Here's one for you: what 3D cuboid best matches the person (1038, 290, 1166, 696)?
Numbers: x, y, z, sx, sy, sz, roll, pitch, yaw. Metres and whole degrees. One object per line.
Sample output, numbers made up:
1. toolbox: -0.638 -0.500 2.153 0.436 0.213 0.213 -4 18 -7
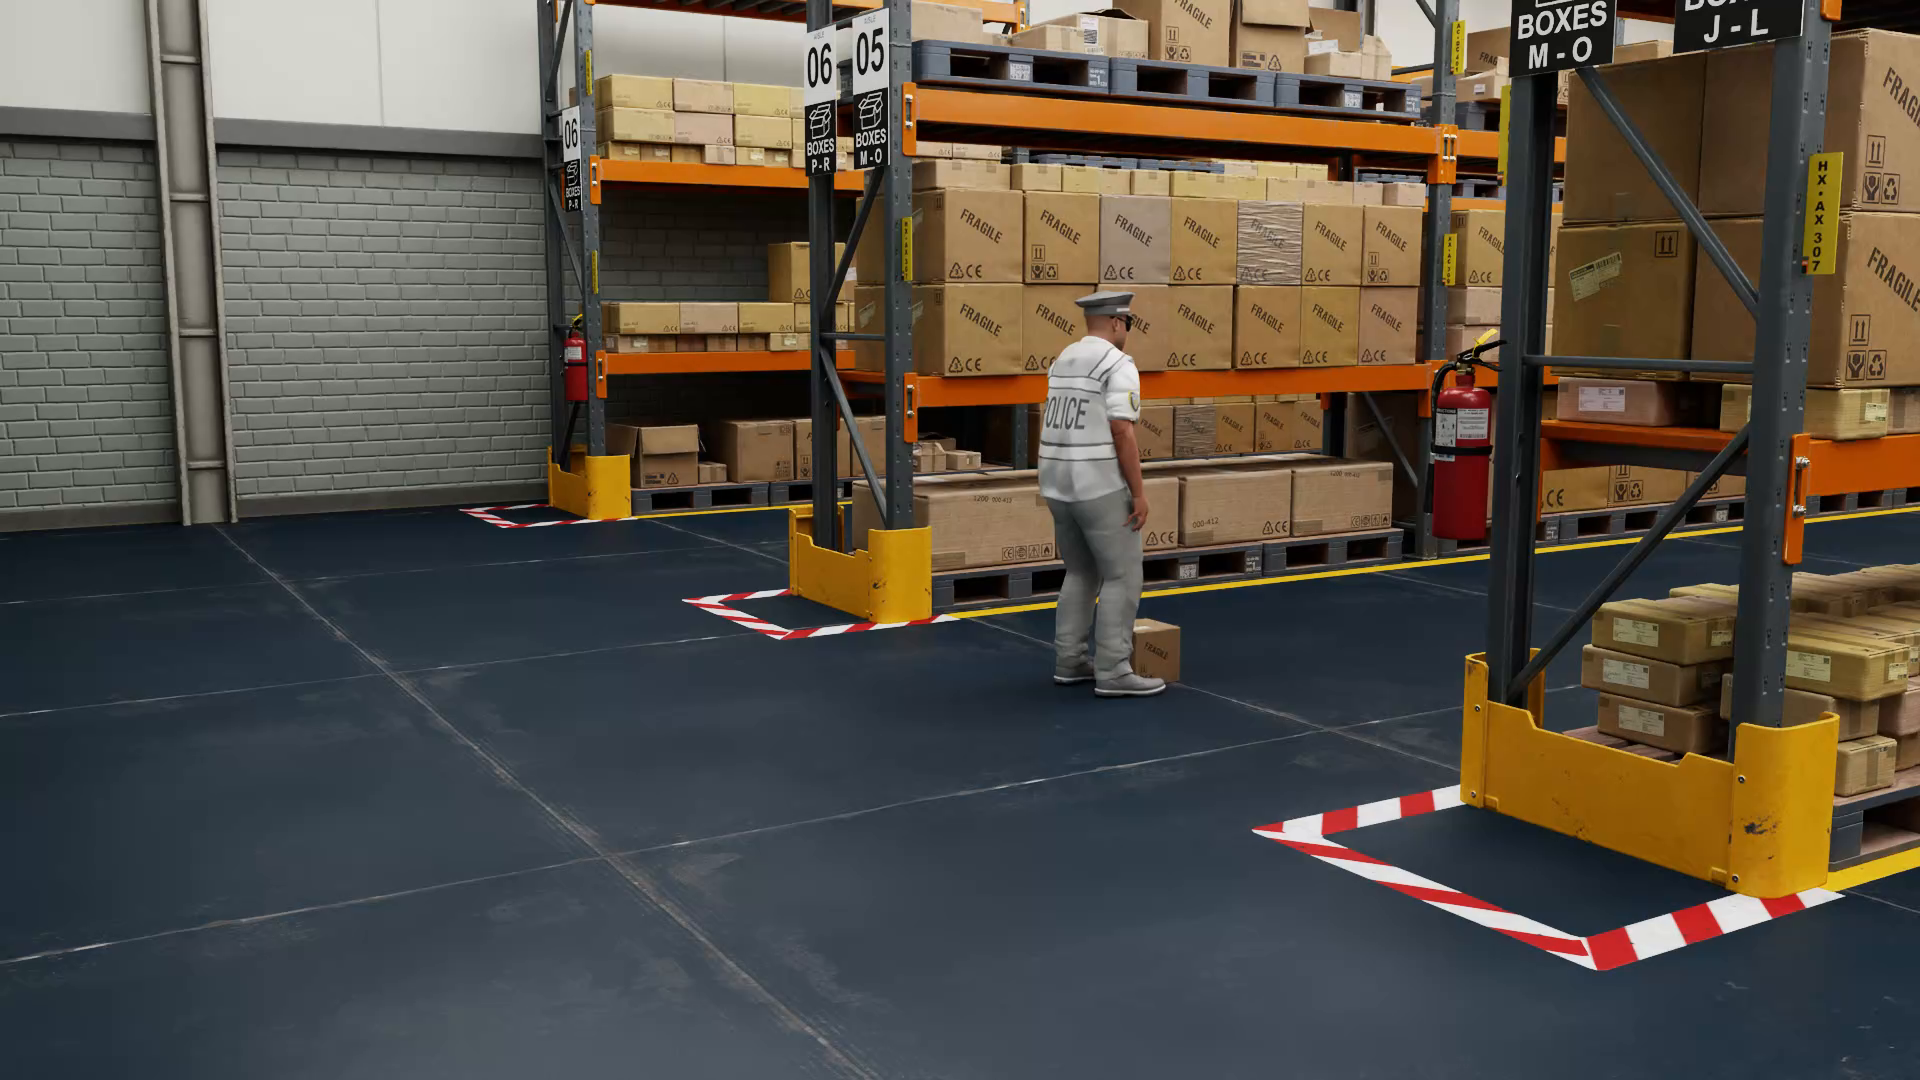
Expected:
1. person: 0.587 -0.211 7.287 0.439 1.747 0.596 -6 10 -34
